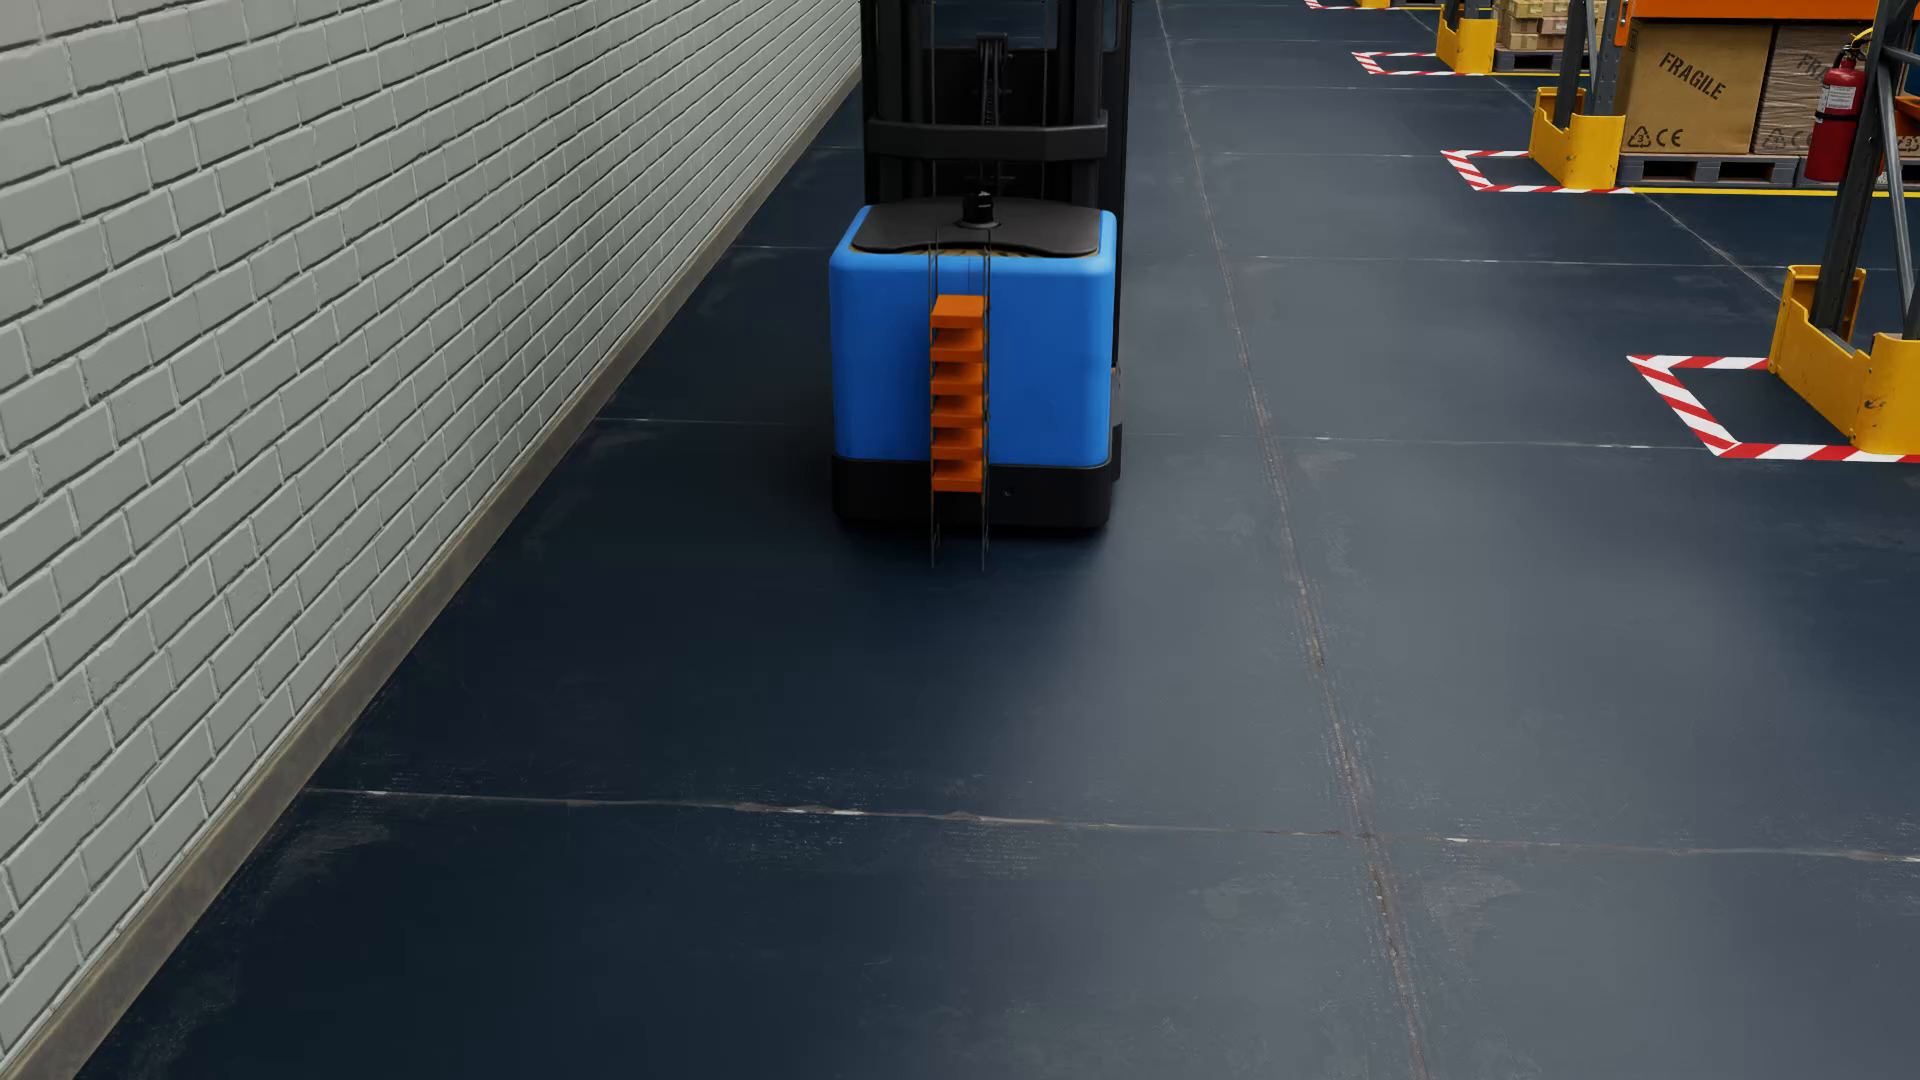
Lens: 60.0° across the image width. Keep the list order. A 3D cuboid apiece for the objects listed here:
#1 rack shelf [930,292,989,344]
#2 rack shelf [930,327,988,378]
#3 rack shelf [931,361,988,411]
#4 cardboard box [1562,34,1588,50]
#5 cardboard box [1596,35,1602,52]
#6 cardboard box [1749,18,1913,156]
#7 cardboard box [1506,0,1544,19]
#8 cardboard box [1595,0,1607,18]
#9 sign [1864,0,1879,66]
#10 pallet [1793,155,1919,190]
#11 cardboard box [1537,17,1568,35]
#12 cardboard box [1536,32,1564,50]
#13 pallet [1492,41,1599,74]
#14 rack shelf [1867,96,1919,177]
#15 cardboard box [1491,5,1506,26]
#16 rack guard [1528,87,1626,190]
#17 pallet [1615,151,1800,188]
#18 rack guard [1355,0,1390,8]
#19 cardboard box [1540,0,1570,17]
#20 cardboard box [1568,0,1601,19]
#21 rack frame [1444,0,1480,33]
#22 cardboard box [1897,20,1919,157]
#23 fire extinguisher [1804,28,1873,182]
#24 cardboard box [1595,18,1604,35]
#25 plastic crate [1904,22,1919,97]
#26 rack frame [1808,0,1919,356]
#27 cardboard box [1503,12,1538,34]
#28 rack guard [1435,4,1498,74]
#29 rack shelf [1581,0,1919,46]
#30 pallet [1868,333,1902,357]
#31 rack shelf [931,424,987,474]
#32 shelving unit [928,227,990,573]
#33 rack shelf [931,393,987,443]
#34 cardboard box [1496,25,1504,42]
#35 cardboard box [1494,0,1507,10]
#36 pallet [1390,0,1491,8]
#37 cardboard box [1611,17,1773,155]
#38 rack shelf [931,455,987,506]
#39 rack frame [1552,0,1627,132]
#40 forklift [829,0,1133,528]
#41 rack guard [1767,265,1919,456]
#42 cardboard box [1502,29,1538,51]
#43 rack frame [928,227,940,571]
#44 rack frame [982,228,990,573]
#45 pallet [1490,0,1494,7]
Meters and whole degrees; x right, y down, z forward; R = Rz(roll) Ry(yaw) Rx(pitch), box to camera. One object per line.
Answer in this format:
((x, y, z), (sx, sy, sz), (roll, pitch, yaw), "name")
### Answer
((0.000, -0.765, 5.720), (0.180, 0.103, 0.258), (2, 25, 5), "rack shelf")
((0.000, -0.657, 5.771), (0.180, 0.103, 0.258), (2, 25, 5), "rack shelf")
((0.000, -0.548, 5.822), (0.180, 0.103, 0.258), (2, 25, 5), "rack shelf")
((5.935, -4.864, 16.140), (0.250, 0.149, 0.380), (2, 25, 5), "cardboard box")
((6.181, -4.810, 16.023), (0.250, 0.149, 0.380), (2, 25, 5), "cardboard box")
((5.993, -3.243, 11.749), (0.875, 0.875, 0.875), (2, 25, 4), "cardboard box")
((5.418, -5.105, 15.953), (0.250, 0.149, 0.380), (1, 25, 2), "cardboard box")
((6.197, -5.112, 15.967), (0.250, 0.149, 0.380), (1, 25, 1), "cardboard box")
((4.088, -2.273, 7.407), (0.005, 0.325, 0.100), (2, 25, 4), "sign")
((6.457, -2.734, 11.939), (1.213, 0.211, 1.003), (2, 25, 4), "pallet")
((5.693, -4.973, 16.021), (0.250, 0.149, 0.380), (2, 25, 4), "cardboard box")
((5.687, -4.869, 16.151), (0.250, 0.149, 0.380), (2, 25, 4), "cardboard box")
((5.805, -4.788, 16.403), (1.213, 0.211, 1.003), (2, 25, 4), "pallet")
((6.056, -1.579, 6.953), (4.000, 0.370, 1.077), (2, 25, 4), "rack shelf")
((5.470, -5.231, 16.581), (0.250, 0.149, 0.380), (1, 25, 3), "cardboard box")
((4.417, -2.899, 11.952), (0.348, 0.500, 1.175), (2, 25, 4), "rack guard")
((5.244, -2.774, 12.026), (1.213, 0.211, 1.003), (2, 25, 4), "pallet")
((5.176, -7.029, 20.929), (0.348, 0.500, 1.175), (2, 25, 4), "rack guard")
((5.702, -5.147, 16.043), (0.250, 0.149, 0.380), (2, 25, 5), "cardboard box")
((5.943, -5.085, 15.910), (0.250, 0.149, 0.380), (2, 25, 4), "cardboard box")
((4.922, -6.098, 15.914), (0.127, 3.000, 1.000), (2, 25, 4), "rack frame")
((6.880, -3.215, 11.687), (0.875, 0.875, 0.875), (2, 25, 4), "cardboard box")
((3.946, -1.959, 7.458), (0.183, 0.674, 0.296), (2, 25, 4), "fire extinguisher")
((6.191, -4.948, 15.968), (0.250, 0.149, 0.380), (3, 25, 6), "cardboard box")
((4.410, -2.080, 7.068), (0.499, 0.435, 0.616), (2, 25, 4), "plastic crate")
((4.062, -1.970, 6.942), (0.127, 3.000, 1.000), (2, 25, 4), "rack frame")
((5.424, -5.005, 16.091), (0.250, 0.149, 0.380), (3, 25, 6), "cardboard box")
((4.997, -4.960, 16.431), (0.348, 0.500, 1.175), (2, 25, 4), "rack guard")
((6.435, -3.643, 11.439), (4.000, 0.370, 1.077), (2, 25, 4), "rack shelf")
((4.881, -0.660, 7.432), (1.213, 0.211, 1.003), (2, 25, 4), "pallet")
((0.000, -0.331, 5.924), (0.180, 0.103, 0.258), (2, 25, 5), "rack shelf")
((0.000, -0.480, 5.854), (0.189, 1.200, 0.258), (2, 25, 5), "shelving unit")
((0.000, -0.439, 5.873), (0.180, 0.103, 0.258), (2, 25, 5), "rack shelf")
((5.462, -5.064, 16.574), (0.250, 0.149, 0.380), (2, 25, 5), "cardboard box")
((5.469, -5.352, 16.490), (0.250, 0.149, 0.380), (2, 25, 5), "cardboard box")
((6.003, -6.904, 21.003), (1.213, 0.211, 1.003), (2, 25, 4), "pallet")
((5.085, -3.272, 11.812), (0.875, 0.875, 0.875), (2, 25, 4), "cardboard box")
((0.001, -0.222, 5.975), (0.180, 0.103, 0.258), (2, 25, 5), "rack shelf")
((4.441, -4.034, 11.428), (0.127, 3.000, 1.000), (2, 25, 4), "rack frame")
((0.168, -1.957, 6.998), (1.130, 2.935, 3.031), (2, 25, 5), "forklift")
((4.037, -0.829, 7.454), (0.348, 0.500, 1.175), (2, 25, 4), "rack guard")
((5.419, -4.843, 16.095), (0.250, 0.149, 0.380), (2, 25, 5), "cardboard box")
((-0.091, -0.483, 5.862), (0.006, 1.200, 0.240), (2, 25, 5), "rack frame")
((0.091, -0.476, 5.847), (0.006, 1.200, 0.240), (2, 25, 5), "rack frame")
((7.216, -6.864, 20.915), (1.213, 0.211, 1.003), (2, 25, 4), "pallet")
